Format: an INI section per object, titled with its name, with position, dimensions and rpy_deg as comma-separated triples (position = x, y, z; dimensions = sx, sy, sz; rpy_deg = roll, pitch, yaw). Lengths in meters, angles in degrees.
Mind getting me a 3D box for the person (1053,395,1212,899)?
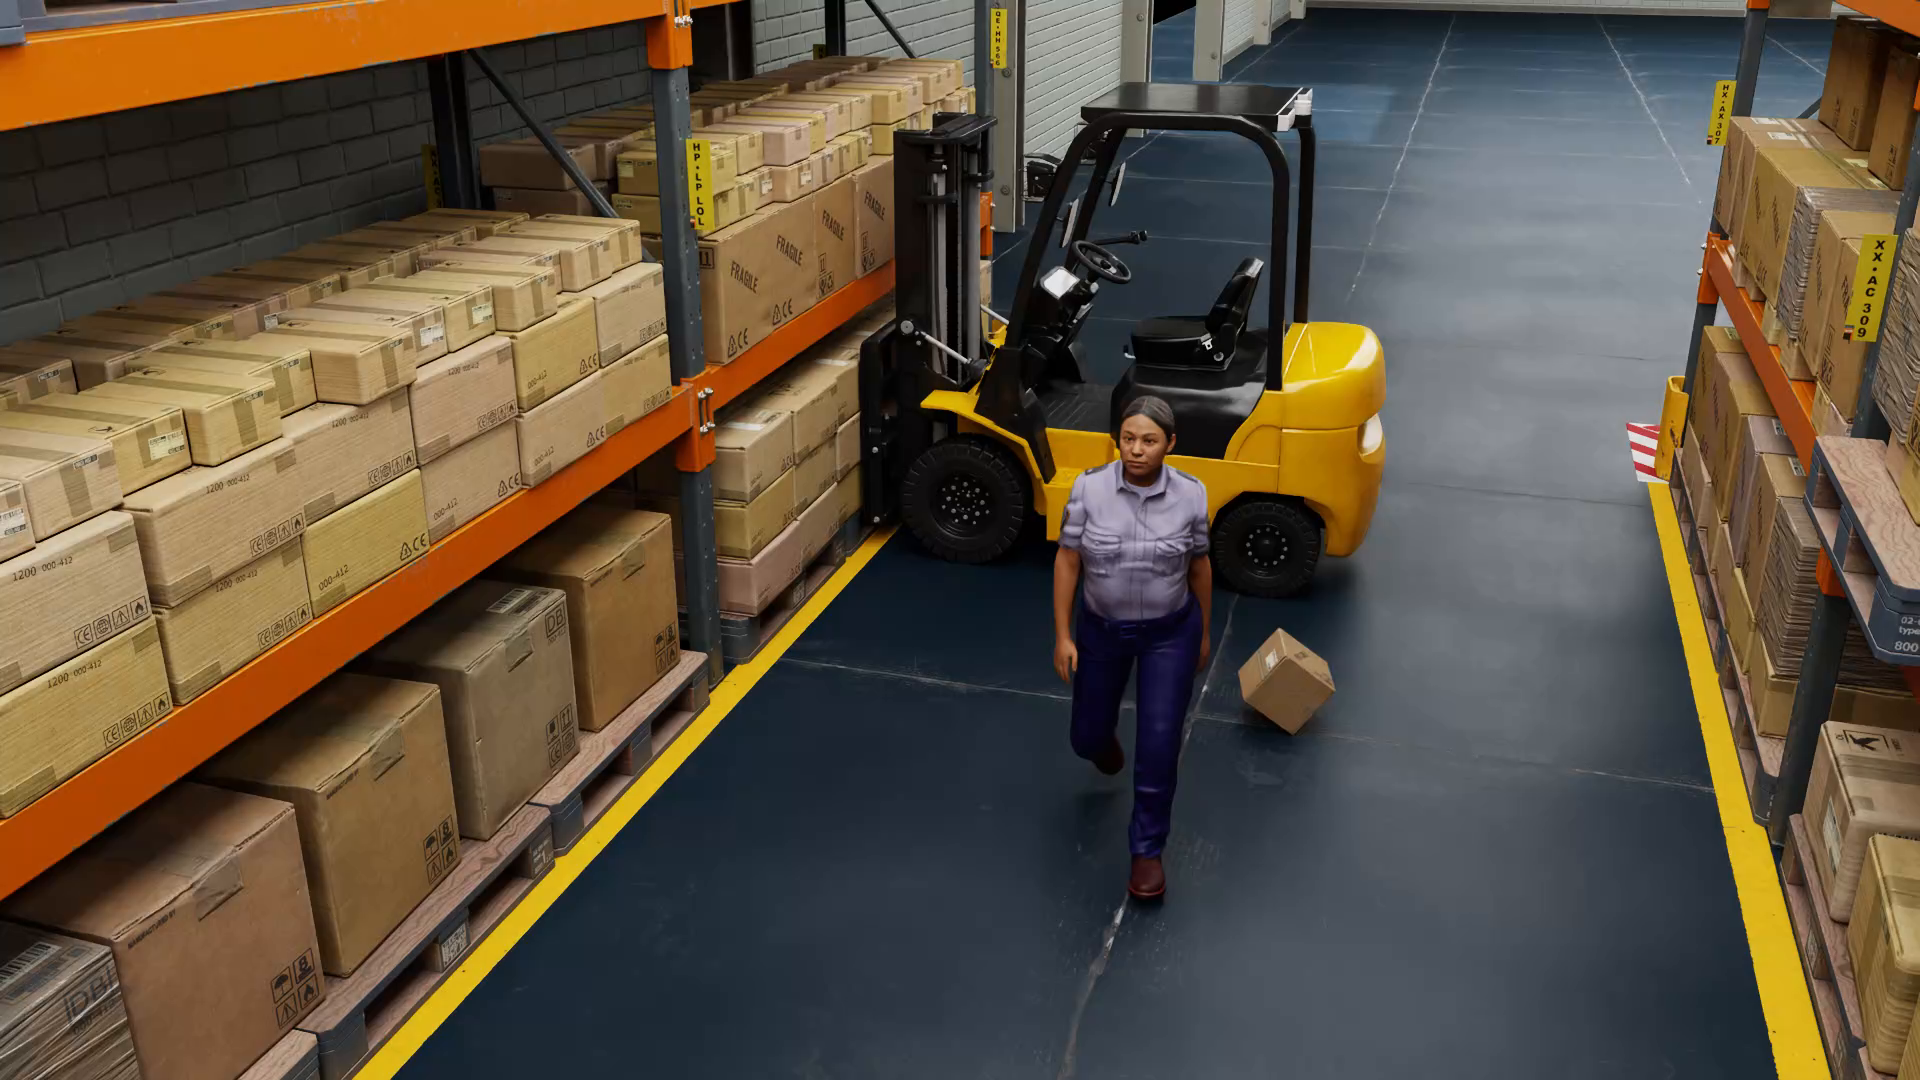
[person]
position = 0.566, 0.281, 5.428
dimensions = 0.512, 1.590, 0.806
rpy_deg = 3, 22, 8
